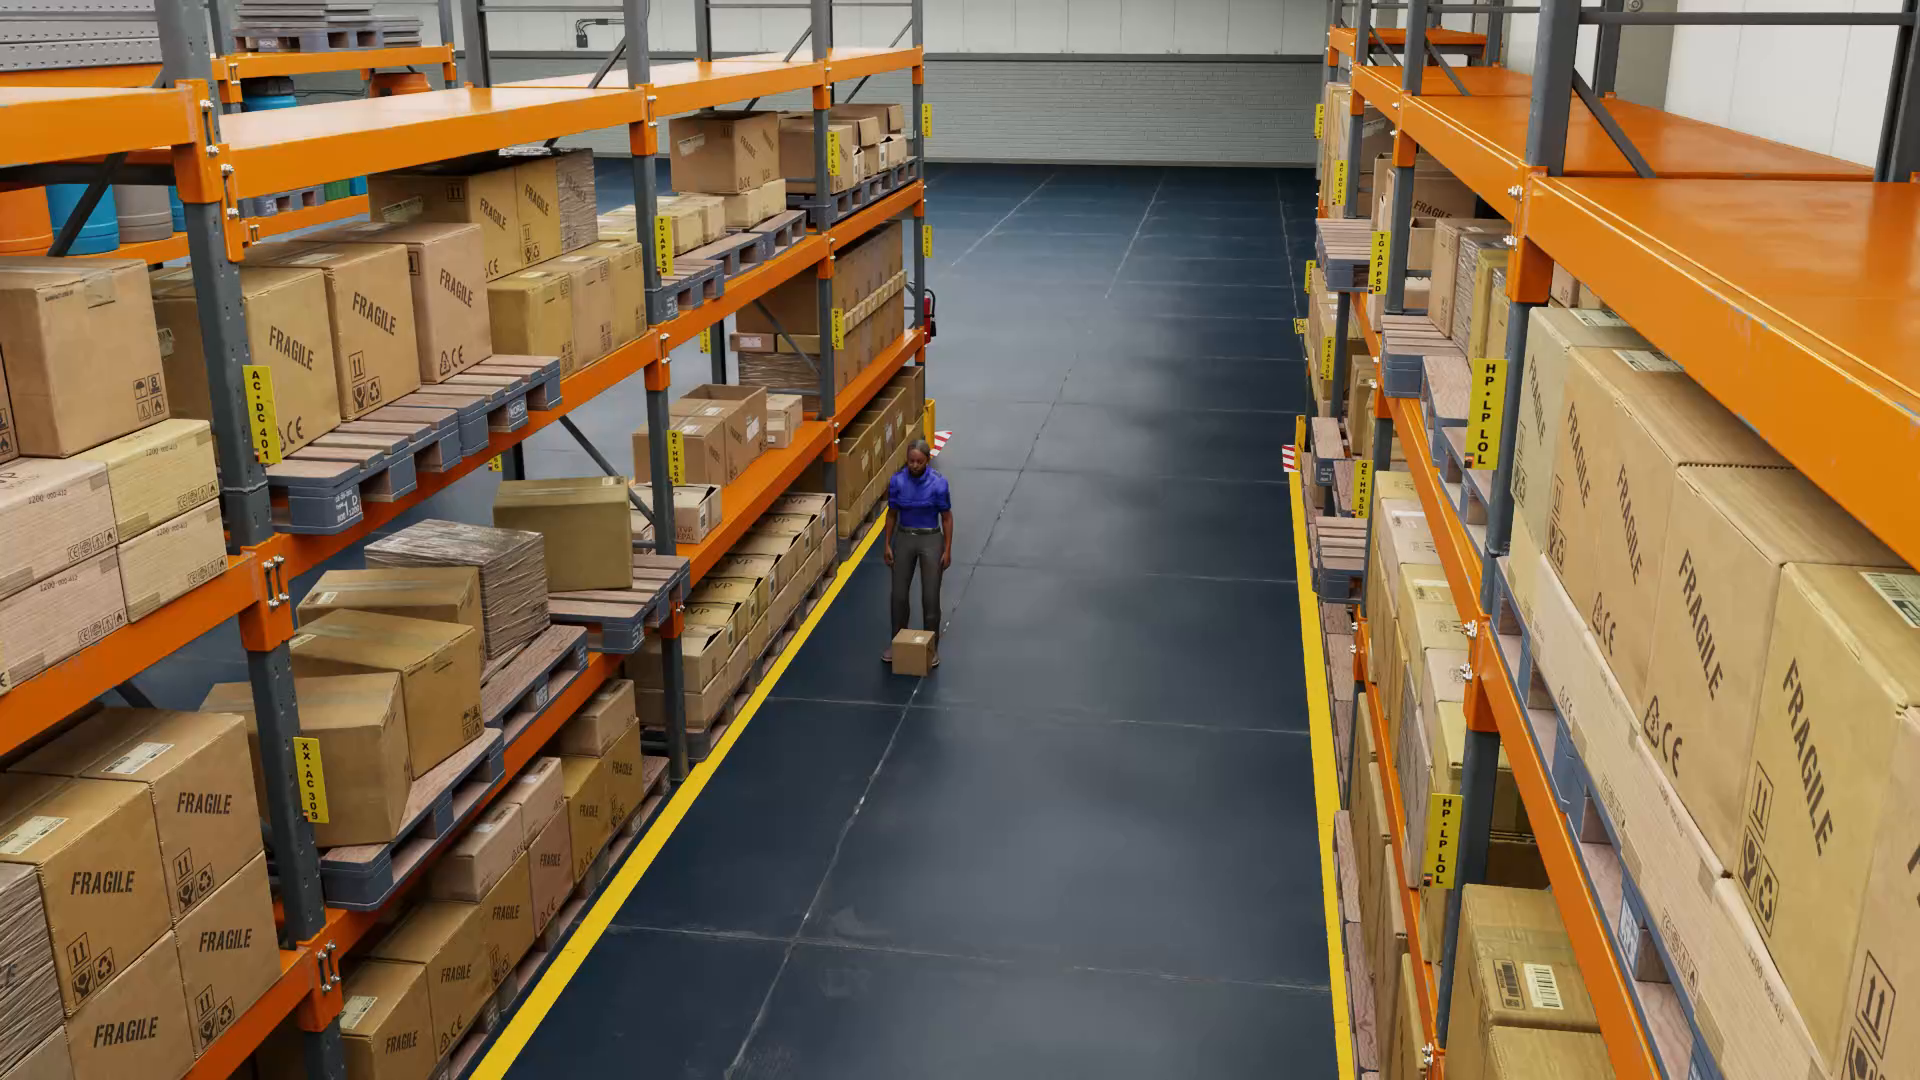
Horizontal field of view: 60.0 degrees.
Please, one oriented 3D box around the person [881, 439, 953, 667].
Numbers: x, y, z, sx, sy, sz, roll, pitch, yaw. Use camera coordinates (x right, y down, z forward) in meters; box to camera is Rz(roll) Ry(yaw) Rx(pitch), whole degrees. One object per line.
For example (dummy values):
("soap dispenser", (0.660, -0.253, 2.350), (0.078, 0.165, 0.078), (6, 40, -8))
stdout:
("person", (-0.307, 0.070, 11.845), (0.505, 1.655, 0.390), (3, 18, 10))
